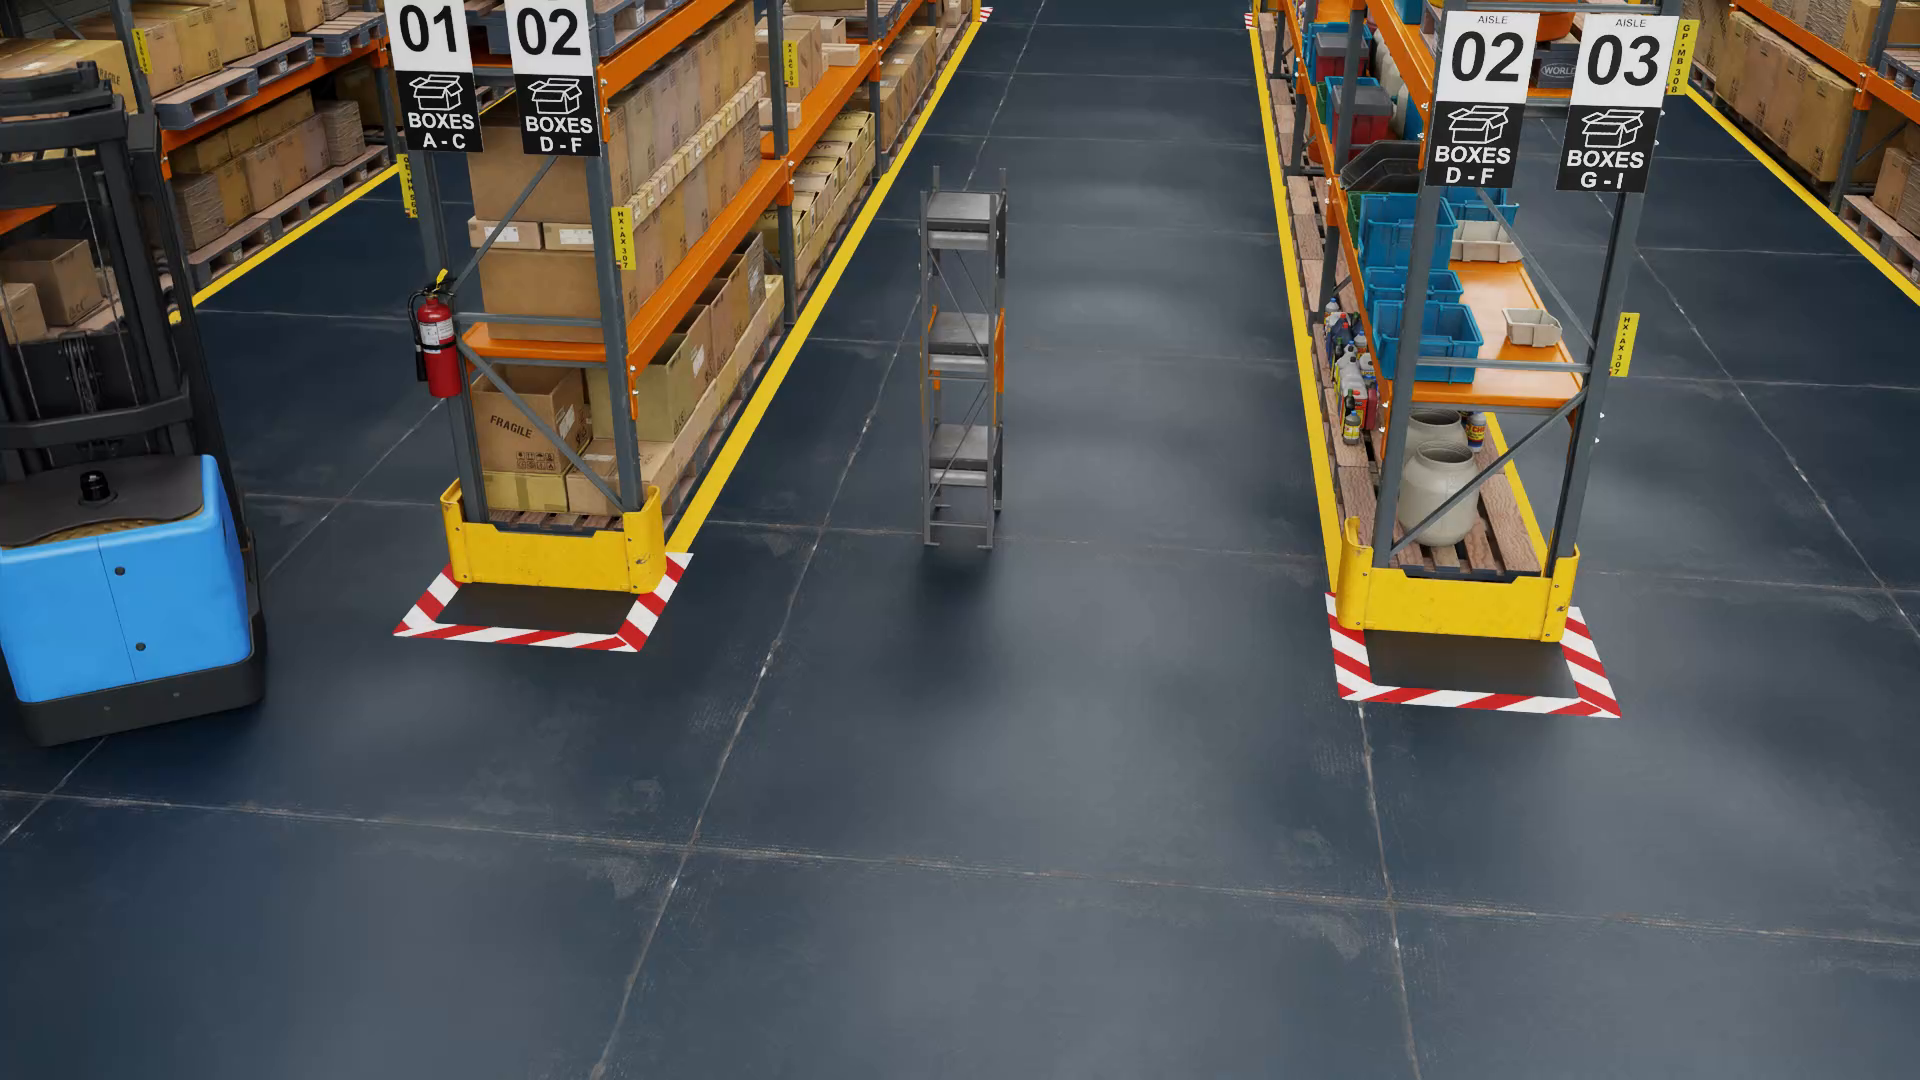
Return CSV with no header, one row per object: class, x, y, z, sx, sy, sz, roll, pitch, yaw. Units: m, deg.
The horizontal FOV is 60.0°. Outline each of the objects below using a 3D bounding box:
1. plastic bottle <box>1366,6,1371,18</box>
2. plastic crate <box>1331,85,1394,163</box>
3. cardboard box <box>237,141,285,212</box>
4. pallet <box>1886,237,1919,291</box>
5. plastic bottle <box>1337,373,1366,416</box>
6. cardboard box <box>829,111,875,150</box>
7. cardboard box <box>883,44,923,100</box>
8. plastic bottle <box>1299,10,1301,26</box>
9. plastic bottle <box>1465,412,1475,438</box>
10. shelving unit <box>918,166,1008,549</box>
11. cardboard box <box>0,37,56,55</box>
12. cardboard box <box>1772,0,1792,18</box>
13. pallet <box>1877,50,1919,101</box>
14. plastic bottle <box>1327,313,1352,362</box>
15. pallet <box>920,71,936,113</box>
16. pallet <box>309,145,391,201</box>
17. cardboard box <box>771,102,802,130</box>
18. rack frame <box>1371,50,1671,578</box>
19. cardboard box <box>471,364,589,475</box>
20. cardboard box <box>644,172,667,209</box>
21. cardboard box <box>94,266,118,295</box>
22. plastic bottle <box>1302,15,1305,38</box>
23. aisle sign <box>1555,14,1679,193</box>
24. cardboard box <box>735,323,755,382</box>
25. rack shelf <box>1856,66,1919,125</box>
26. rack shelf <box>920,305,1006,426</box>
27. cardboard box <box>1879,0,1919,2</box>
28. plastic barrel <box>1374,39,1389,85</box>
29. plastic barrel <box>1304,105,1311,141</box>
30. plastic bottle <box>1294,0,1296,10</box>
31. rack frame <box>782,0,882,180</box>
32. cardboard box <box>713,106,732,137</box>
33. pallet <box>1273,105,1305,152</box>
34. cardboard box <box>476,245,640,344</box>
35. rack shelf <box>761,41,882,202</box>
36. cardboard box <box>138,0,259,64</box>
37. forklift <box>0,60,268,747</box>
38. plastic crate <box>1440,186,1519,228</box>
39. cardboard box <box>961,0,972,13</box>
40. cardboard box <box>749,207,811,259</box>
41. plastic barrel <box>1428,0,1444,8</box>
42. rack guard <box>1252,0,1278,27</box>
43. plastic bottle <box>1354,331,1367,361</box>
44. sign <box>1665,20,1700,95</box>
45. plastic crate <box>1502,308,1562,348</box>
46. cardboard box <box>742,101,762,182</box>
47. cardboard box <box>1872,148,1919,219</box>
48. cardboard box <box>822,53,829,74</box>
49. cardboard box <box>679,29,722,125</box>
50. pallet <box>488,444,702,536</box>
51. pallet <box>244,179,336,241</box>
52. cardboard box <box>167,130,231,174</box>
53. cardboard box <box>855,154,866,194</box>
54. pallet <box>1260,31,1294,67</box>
plastic bottle,4.185,-5.405,16.752,0.152,0.276,0.135,3,28,6
plastic crate,2.906,-3.013,12.113,0.402,0.464,0.583,3,28,6
cardboard box,-6.492,-3.240,14.773,0.700,0.500,0.500,4,29,7
pallet,8.307,-2.166,13.549,1.003,0.211,1.213,3,28,6
plastic bottle,2.526,-0.923,10.709,0.152,0.276,0.135,3,28,5
cardboard box,-1.094,-3.872,15.640,0.500,0.311,0.500,4,29,8
cardboard box,-0.691,-5.171,18.357,0.500,0.500,0.500,4,29,7
plastic bottle,3.387,-5.141,16.339,0.097,0.201,0.097,0,28,0
plastic bottle,3.205,-0.702,10.378,0.097,0.201,0.097,0,28,0
shelving unit,0.020,-1.002,9.397,0.431,2.100,0.503,3,28,6
cardboard box,-6.946,-3.379,12.206,0.500,0.500,0.500,3,28,5
cardboard box,8.620,-5.587,16.853,0.500,0.500,0.500,3,28,5
pallet,8.575,-3.908,14.044,1.213,0.211,1.003,3,28,6
plastic bottle,2.640,-1.411,11.536,0.144,0.351,0.185,4,29,8
pallet,-0.847,-5.182,19.146,1.003,0.211,1.213,3,28,6
pallet,-6.289,-3.603,16.215,1.003,0.211,1.213,3,28,6
cardboard box,-1.453,-3.324,13.022,0.380,0.149,0.250,3,28,6
rack frame,2.661,-0.857,8.177,1.000,3.000,0.127,3,28,6
cardboard box,-2.484,-0.720,9.590,0.500,0.500,0.500,3,28,6
cardboard box,-1.898,-2.008,9.526,0.380,0.149,0.250,3,28,5
cardboard box,-6.717,-2.008,12.838,0.380,0.166,0.250,0,28,0
plastic bottle,3.295,-4.895,15.796,0.061,0.283,0.133,3,28,6
aisle sign,2.943,-1.950,7.466,0.394,0.787,0.004,3,28,6
cardboard box,-1.722,-1.301,11.459,0.500,0.250,0.500,3,28,6
rack shelf,8.312,-3.076,13.056,1.077,0.370,4.000,3,28,6
rack shelf,0.020,-0.990,9.403,0.431,0.518,0.480,3,28,6
cardboard box,8.662,-5.163,15.008,0.797,0.503,0.637,4,29,8
plastic barrel,3.675,-3.977,13.851,0.421,0.512,0.421,0,28,0
plastic barrel,3.664,-4.214,16.590,0.421,0.512,0.421,0,28,0
plastic bottle,3.507,-5.576,16.990,0.144,0.351,0.185,3,28,6
rack frame,-1.275,-4.912,15.705,1.000,3.000,0.127,3,28,6
cardboard box,-1.712,-2.739,10.883,0.380,0.149,0.250,3,28,6
pallet,3.848,-4.341,17.585,1.003,0.211,1.213,3,28,6
cardboard box,-2.185,-1.409,9.098,0.700,0.500,0.500,3,28,6
rack shelf,-1.520,-3.654,14.128,1.077,0.370,4.000,3,28,6
cardboard box,-6.460,-4.365,14.120,0.700,0.500,0.500,7,29,13
forklift,-4.469,-0.999,8.514,1.130,2.935,3.031,-11,30,-20
plastic crate,3.285,-2.137,10.711,0.499,0.251,0.616,3,28,6
cardboard box,-0.117,-7.501,22.681,0.500,0.500,0.500,3,28,6
cardboard box,-1.467,-2.430,12.964,0.500,0.311,0.500,3,29,6
plastic barrel,2.674,-2.989,8.331,0.600,0.588,0.600,0,28,0
rack guard,4.611,-7.300,22.772,1.175,0.500,0.348,3,28,6
plastic bottle,2.742,-1.301,11.415,0.097,0.271,0.097,0,28,0
sign,3.206,-2.147,7.401,0.100,0.325,0.005,3,28,6
plastic crate,3.090,-1.143,8.987,0.298,0.136,0.250,3,28,6
cardboard box,-1.813,-2.864,11.798,0.700,0.500,0.500,3,28,5
cardboard box,8.494,-3.111,14.534,0.700,0.500,0.500,2,28,4
cardboard box,-1.375,-4.198,14.644,0.380,0.149,0.250,5,29,10
cardboard box,-1.936,-2.961,10.611,0.700,0.500,0.500,3,28,6
pallet,-2.203,-0.281,10.049,1.003,0.211,1.213,3,28,6
pallet,-6.441,-3.030,15.152,1.003,0.211,1.213,3,28,6
cardboard box,-6.557,-3.293,14.082,0.500,0.250,0.500,3,28,5
cardboard box,-1.157,-3.382,15.321,0.500,0.250,0.500,3,28,6
pallet,4.330,-6.202,21.039,1.003,0.211,1.213,3,28,6
